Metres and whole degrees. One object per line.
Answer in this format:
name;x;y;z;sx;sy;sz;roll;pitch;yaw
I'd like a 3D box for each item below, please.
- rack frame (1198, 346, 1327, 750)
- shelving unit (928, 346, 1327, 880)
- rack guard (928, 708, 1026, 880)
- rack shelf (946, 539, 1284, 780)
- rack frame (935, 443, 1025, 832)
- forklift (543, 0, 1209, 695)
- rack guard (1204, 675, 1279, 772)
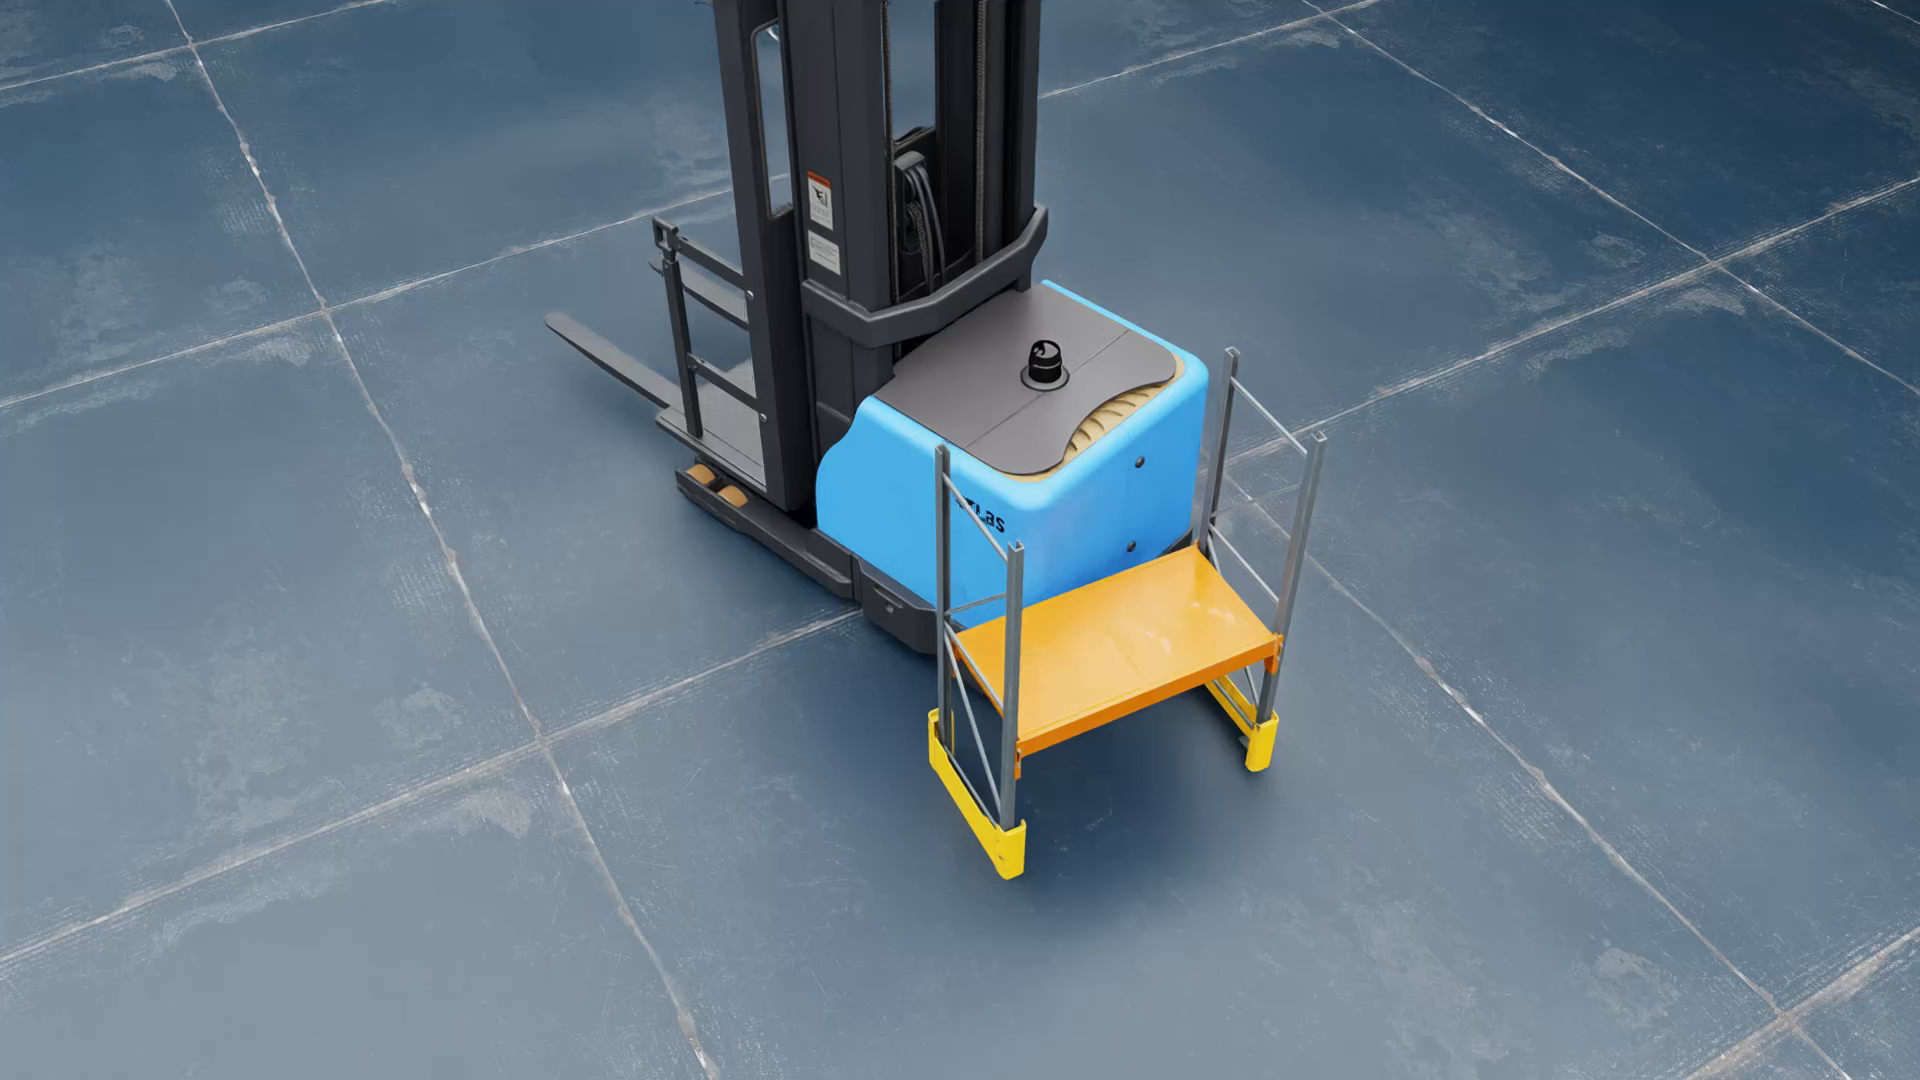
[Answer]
rack frame;0.958;0.090;5.581;0.032;1.500;0.500;-20;47;-19
shelving unit;0.497;0.253;5.412;1.083;1.500;0.587;-20;47;-19
rack guard;0.053;0.859;5.685;0.087;0.250;0.587;-20;47;-19
rack shelf;0.505;0.379;5.540;1.000;0.185;0.538;-20;47;-19
rack frame;0.052;0.411;5.250;0.032;1.500;0.500;-20;47;-19
forklift;-0.531;-1.349;6.035;3.031;2.935;1.130;33;53;29
rack guard;0.940;0.544;6.010;0.087;0.250;0.587;-20;47;-19
